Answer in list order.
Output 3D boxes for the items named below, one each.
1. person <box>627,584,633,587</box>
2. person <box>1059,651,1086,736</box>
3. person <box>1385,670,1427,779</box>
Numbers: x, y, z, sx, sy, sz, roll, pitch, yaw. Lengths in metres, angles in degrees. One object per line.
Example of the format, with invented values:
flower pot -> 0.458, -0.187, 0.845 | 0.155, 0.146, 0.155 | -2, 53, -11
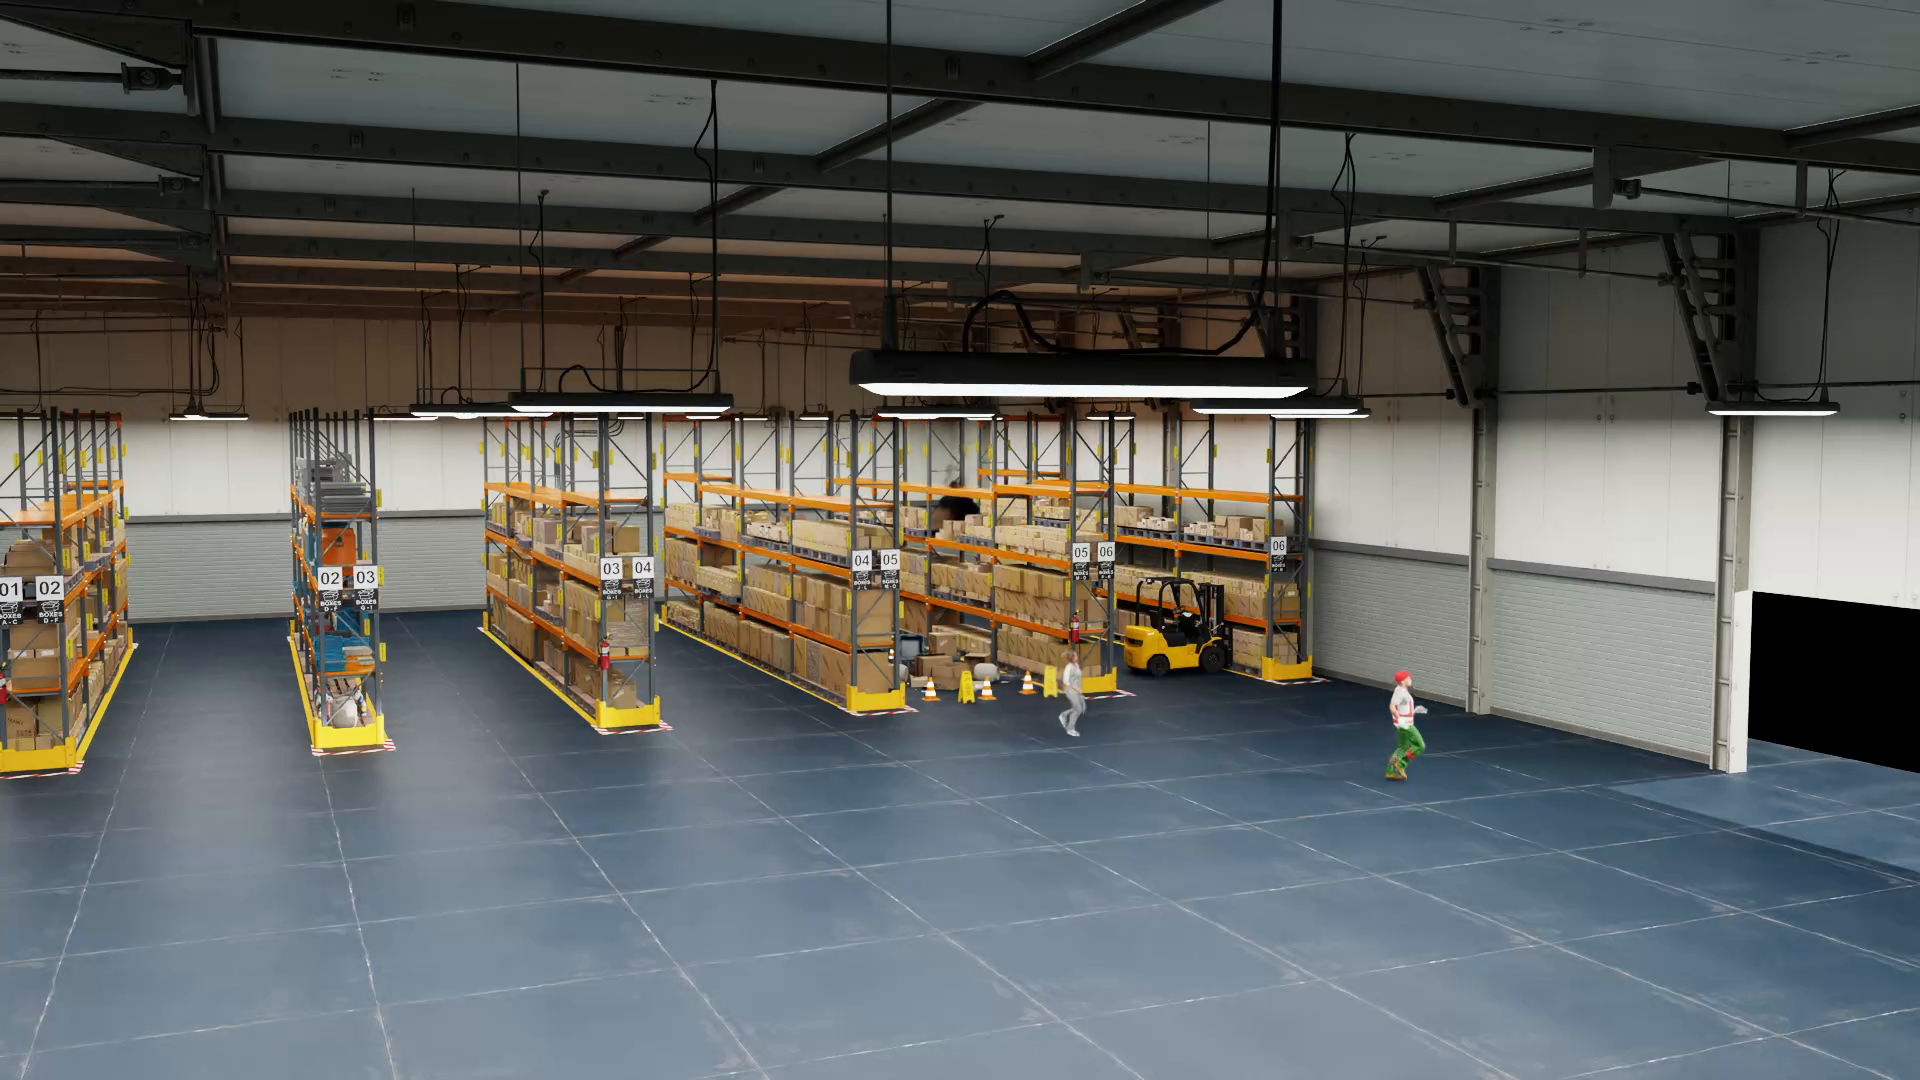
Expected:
person -> -9.510, 1.570, 47.784 | 0.598, 1.605, 0.555 | 1, 4, 16
person -> 2.049, 2.811, 30.575 | 0.496, 1.566, 0.541 | 2, 4, 24
person -> 7.158, 2.959, 26.622 | 0.645, 1.741, 0.639 | 0, 4, 7
